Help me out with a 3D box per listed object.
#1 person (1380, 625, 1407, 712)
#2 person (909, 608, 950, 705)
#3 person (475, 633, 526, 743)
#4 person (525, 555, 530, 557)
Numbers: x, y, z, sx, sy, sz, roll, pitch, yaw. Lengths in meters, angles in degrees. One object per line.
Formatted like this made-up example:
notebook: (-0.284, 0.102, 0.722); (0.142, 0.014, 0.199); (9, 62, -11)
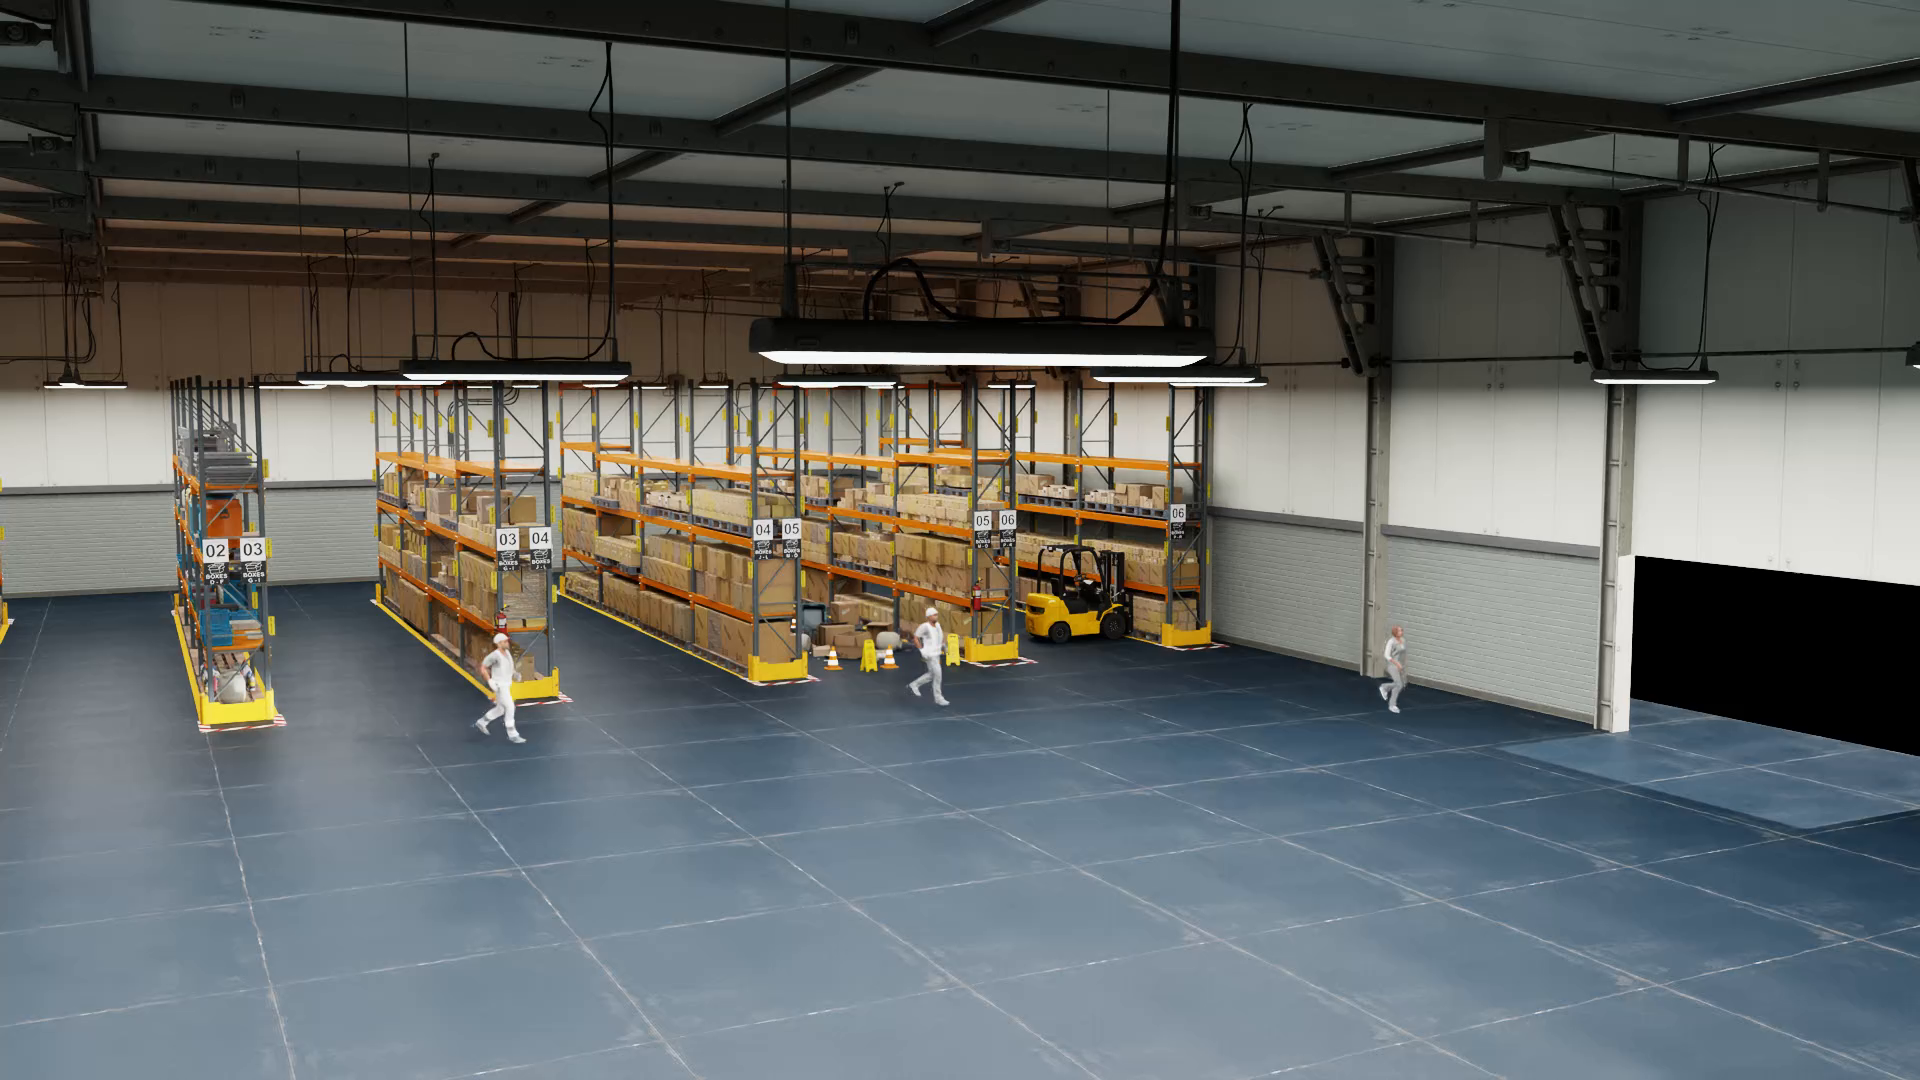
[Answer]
person: (7.801, 2.298, 29.906); (0.554, 1.573, 0.610); (-4, 6, -36)
person: (-0.569, 2.128, 30.629); (0.888, 1.778, 0.692); (3, 6, 26)
person: (-7.552, 2.417, 27.260); (0.924, 1.796, 0.661); (1, 5, 10)
person: (-11.546, 0.916, 44.798); (0.605, 1.657, 0.546); (-2, 5, -21)
